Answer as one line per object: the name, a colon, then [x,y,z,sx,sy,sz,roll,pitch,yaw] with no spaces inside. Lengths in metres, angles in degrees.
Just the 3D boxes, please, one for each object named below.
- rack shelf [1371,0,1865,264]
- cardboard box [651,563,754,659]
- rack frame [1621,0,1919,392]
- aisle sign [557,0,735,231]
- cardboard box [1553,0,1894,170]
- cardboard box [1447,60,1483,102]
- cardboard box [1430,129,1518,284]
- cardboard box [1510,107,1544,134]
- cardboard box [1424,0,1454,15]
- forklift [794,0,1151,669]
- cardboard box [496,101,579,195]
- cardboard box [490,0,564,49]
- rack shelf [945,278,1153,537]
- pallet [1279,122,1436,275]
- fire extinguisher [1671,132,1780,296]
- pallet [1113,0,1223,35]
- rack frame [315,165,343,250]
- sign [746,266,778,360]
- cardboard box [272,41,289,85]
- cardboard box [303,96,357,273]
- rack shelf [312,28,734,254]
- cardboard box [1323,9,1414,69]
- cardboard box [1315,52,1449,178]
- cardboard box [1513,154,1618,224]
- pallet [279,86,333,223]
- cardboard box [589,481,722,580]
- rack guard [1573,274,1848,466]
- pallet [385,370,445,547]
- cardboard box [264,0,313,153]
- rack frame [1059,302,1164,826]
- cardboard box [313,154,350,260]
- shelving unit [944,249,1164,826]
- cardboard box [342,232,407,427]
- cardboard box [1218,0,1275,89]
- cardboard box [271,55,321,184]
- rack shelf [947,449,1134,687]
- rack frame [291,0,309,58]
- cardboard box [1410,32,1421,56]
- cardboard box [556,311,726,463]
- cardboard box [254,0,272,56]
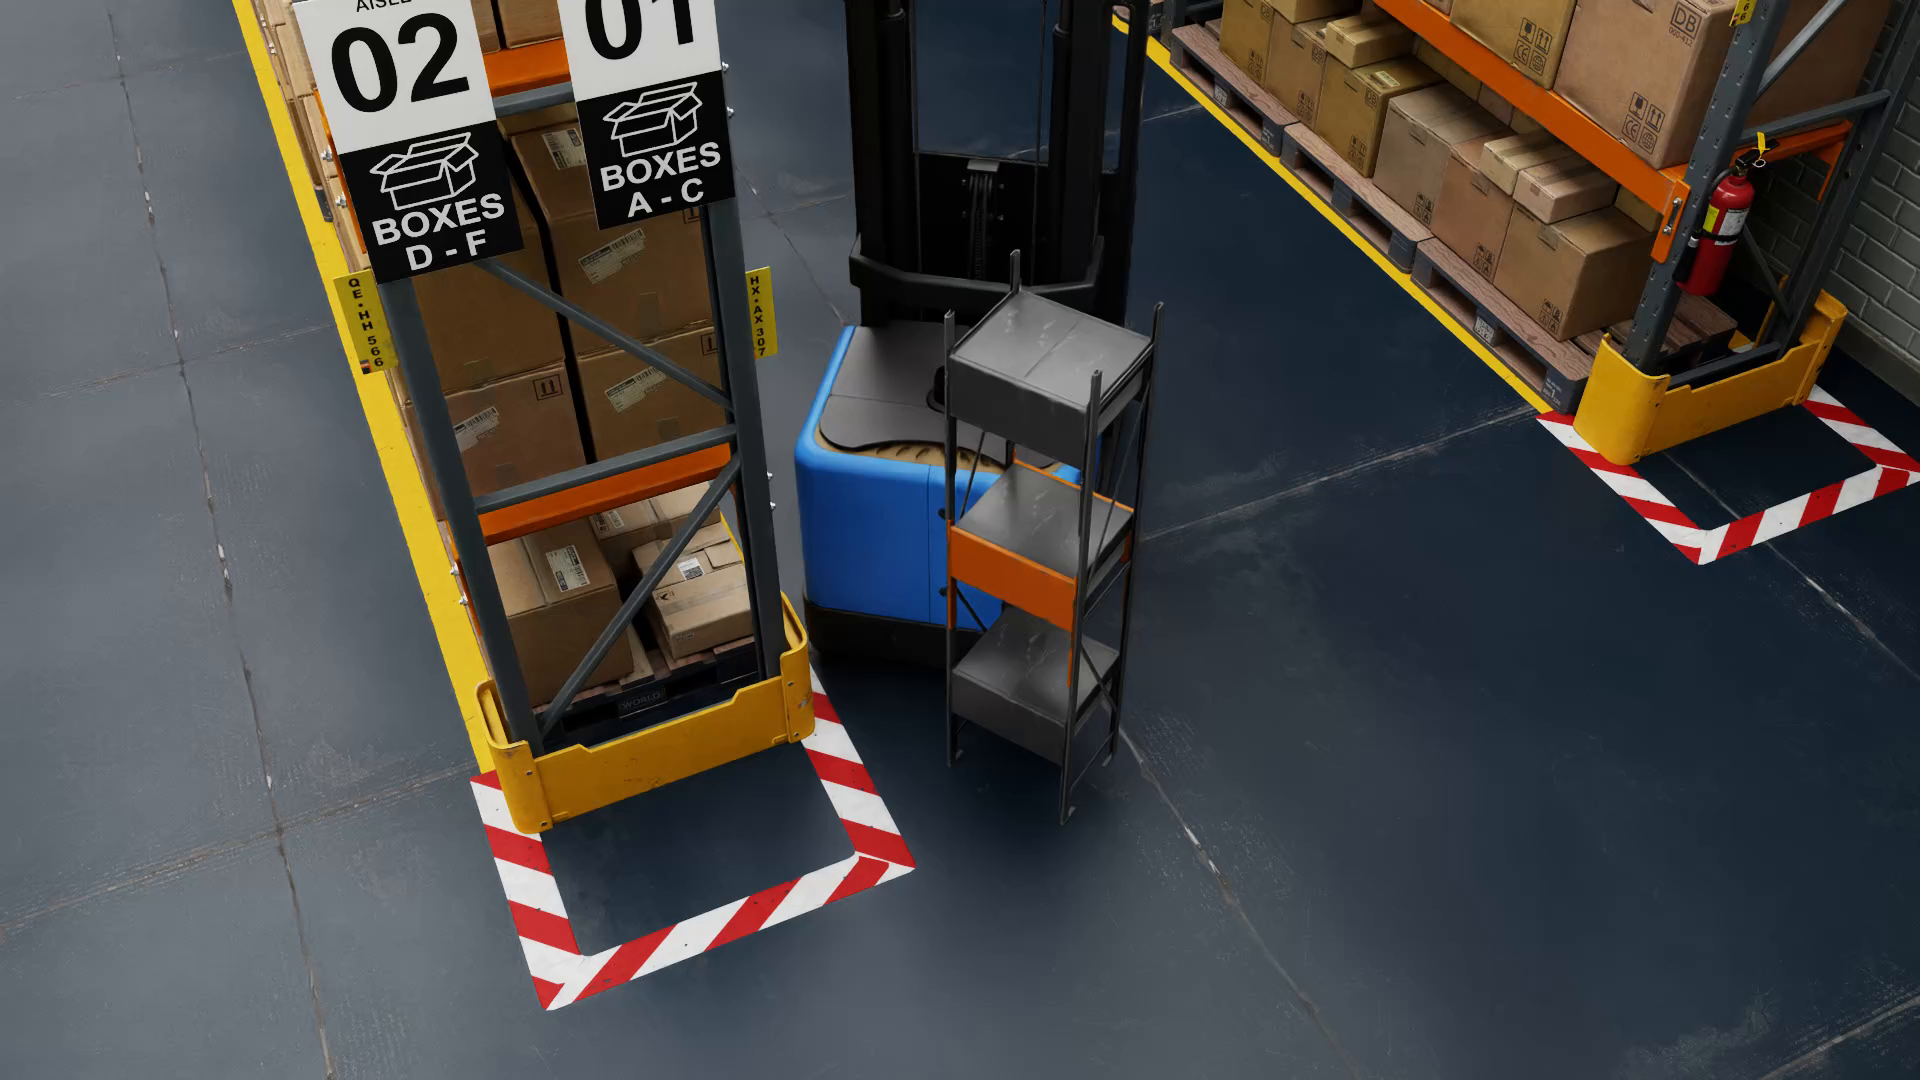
rack shelf: [2.547,-2.701,8.233,1.077,0.370,4.000,-18,47,-17]
cardboard box: [-0.969,0.272,6.424,0.380,0.149,0.250,-18,47,-17]
rack frame: [3.388,-1.683,6.689,1.000,3.000,0.127,-18,47,-17]
aisle sign: [-0.810,-1.186,4.334,0.394,0.787,0.004,-18,47,-17]
cardboard box: [3.164,-2.111,6.910,0.980,0.700,0.700,-16,47,-16]
cardboard box: [2.702,-2.377,8.411,0.380,0.149,0.250,-18,47,-17]
cardboard box: [2.792,-1.678,8.164,0.700,0.500,0.500,-18,47,-18]
cardboard box: [2.918,-2.051,8.081,0.380,0.149,0.250,-18,47,-17]
cardboard box: [2.536,-3.060,7.871,0.980,0.700,0.700,-20,48,-19]
forklift: [0.179,-1.540,6.592,1.130,2.935,3.031,8,45,8]
cardboard box: [-1.279,-1.300,5.518,0.500,0.500,0.500,-18,47,-17]
cardboard box: [-1.090,-1.634,4.611,0.500,0.250,0.500,-18,47,-17]
rack shelf: [0.273,-0.406,5.059,0.480,0.518,0.431,24,50,23]
pallet: [2.472,-1.953,8.948,1.003,0.211,1.213,-18,47,-17]
fire extinguisher: [3.033,-1.290,6.611,0.296,0.674,0.183,-18,47,-17]
pallet: [1.313,-3.709,10.727,1.003,0.211,1.213,-18,47,-17]
rack frame: [-2.787,-2.766,7.787,1.000,3.000,0.127,-18,47,-17]
sign: [-0.613,-0.686,5.062,0.100,0.325,0.005,-18,47,-17]
cardboard box: [-2.820,-2.397,7.341,0.500,0.500,0.500,-17,47,-16]
cardboard box: [-1.755,-1.133,5.348,0.500,0.500,0.500,-17,47,-16]
rack shelf: [-1.946,-2.304,5.694,1.077,0.370,4.000,-18,47,-17]
cardboard box: [2.125,-2.611,8.648,0.380,0.149,0.250,-19,48,-19]
cardboard box: [2.349,-2.336,8.831,0.700,0.500,0.500,-17,47,-16]
cardboard box: [2.783,-1.618,7.642,0.380,0.149,0.250,-19,48,-18]
pallet: [-3.163,-2.281,9.280,1.003,0.211,1.213,-18,47,-17]
cardboard box: [-1.287,-0.144,6.774,0.500,0.250,0.500,-18,47,-17]
rack guard: [3.398,-0.778,7.551,1.175,0.500,0.348,-18,47,-17]
pallet: [-1.982,-0.557,7.533,1.003,0.211,1.213,-18,47,-17]
cardboard box: [-2.193,-1.789,6.014,0.500,0.500,0.500,-17,47,-16]
rack frame: [0.478,0.175,5.446,0.015,2.100,0.400,24,50,23]
cardboard box: [-2.178,-1.428,6.360,0.500,0.500,0.500,-19,48,-18]
shelving unit: [0.273,0.082,5.541,0.503,2.100,0.431,24,50,23]
cardboard box: [-1.762,-0.788,5.710,0.500,0.500,0.500,-18,47,-17]
cardboard box: [1.927,-2.985,9.489,0.700,0.500,0.500,-17,47,-17]
cardboard box: [-3.254,-2.263,8.743,0.500,0.500,0.500,-18,47,-18]
rack shelf: [0.273,0.092,5.550,0.480,0.518,0.431,24,50,23]
rack frame: [-1.105,-2.353,3.096,1.000,3.000,0.127,-18,47,-17]
cardboard box: [2.487,-2.702,8.741,0.380,0.149,0.250,-18,47,-17]
cardboard box: [-1.052,-0.614,5.534,0.500,0.500,0.500,-17,47,-17]
cardboard box: [-3.665,-2.900,9.389,0.500,0.500,0.500,-17,47,-17]
